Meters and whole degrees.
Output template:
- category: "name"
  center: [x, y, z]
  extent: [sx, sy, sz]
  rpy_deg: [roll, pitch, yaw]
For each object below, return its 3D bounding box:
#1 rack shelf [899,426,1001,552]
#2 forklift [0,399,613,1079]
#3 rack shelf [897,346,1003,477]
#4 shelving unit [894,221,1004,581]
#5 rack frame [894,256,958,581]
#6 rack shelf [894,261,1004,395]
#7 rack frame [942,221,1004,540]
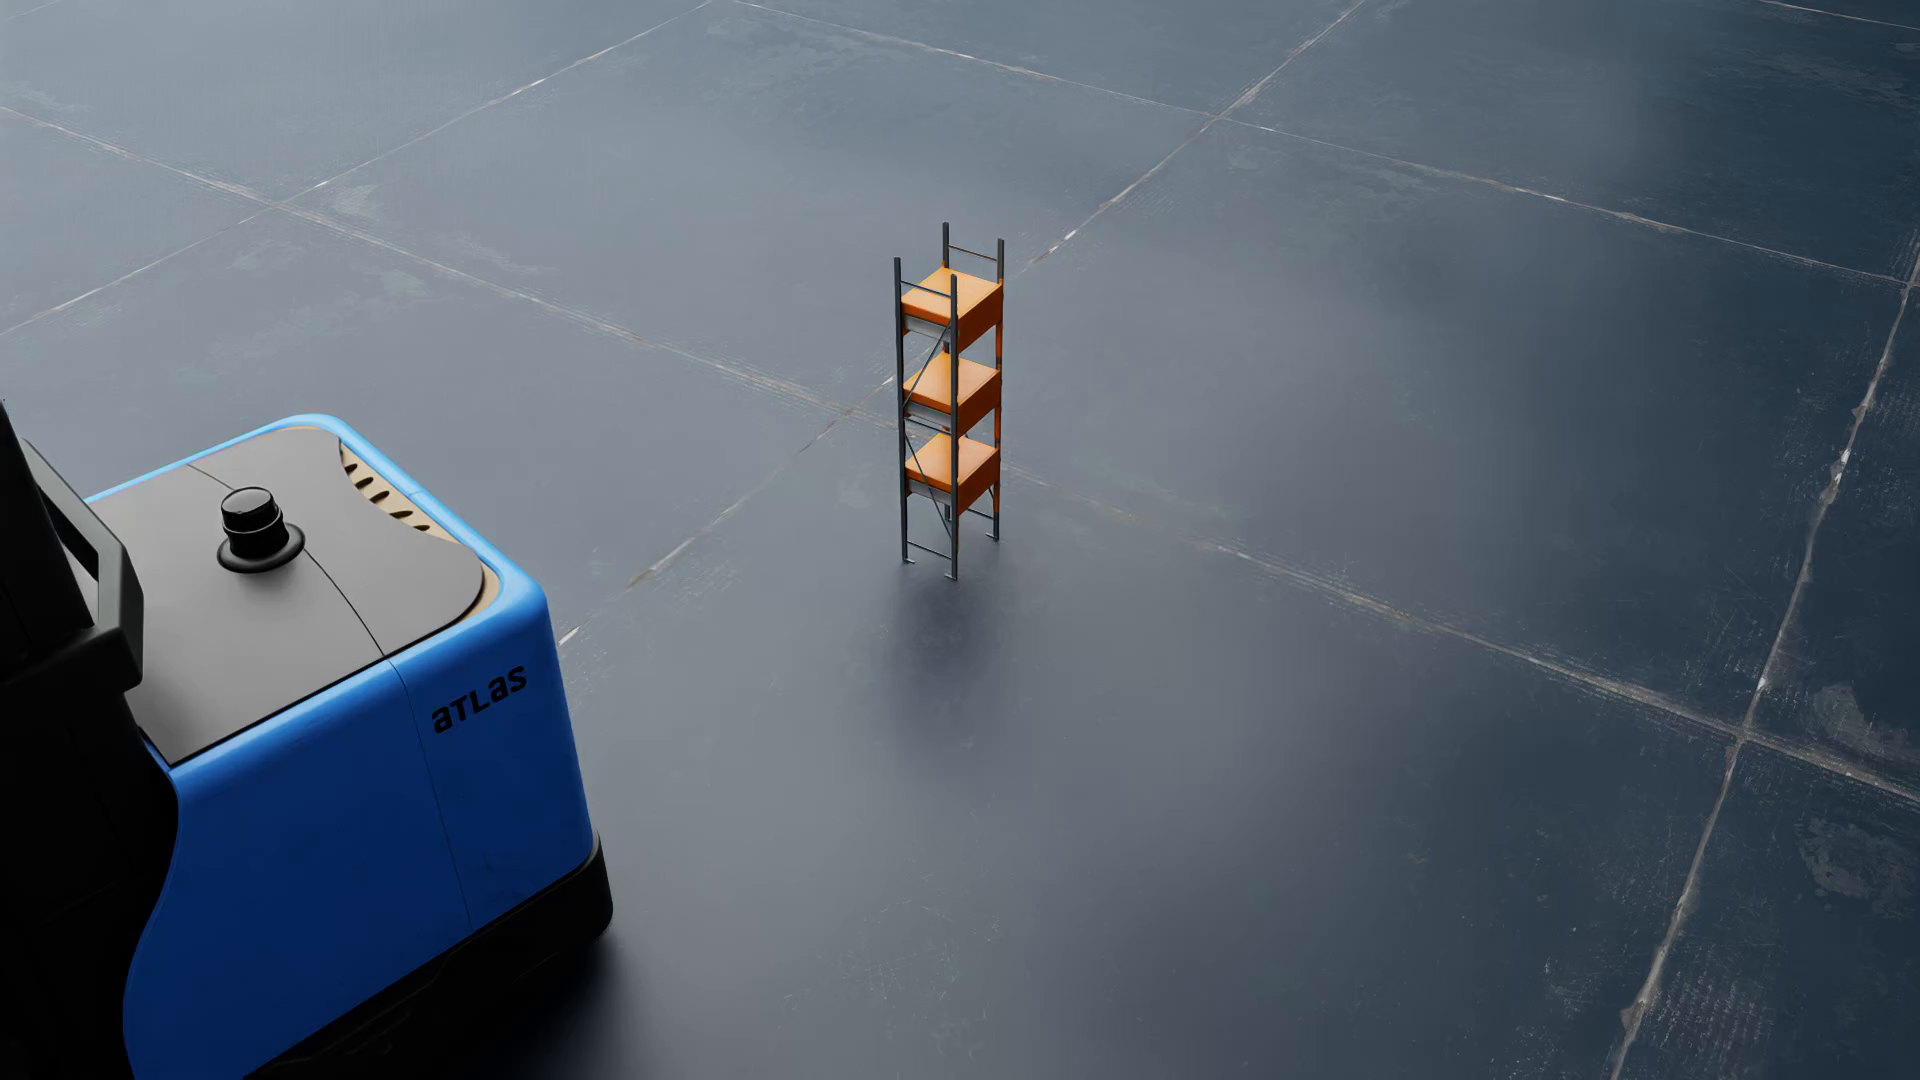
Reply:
- category: "rack shelf"
  center: [-0.029, -0.160, 5.070]
  extent: [0.215, 0.259, 0.240]
  rpy_deg: [21, 42, 25]
- category: "forklift"
  center: [-2.241, 0.203, 2.586]
  extent: [3.031, 2.935, 1.130]
  rpy_deg: [-30, 47, -33]
- category: "rack shelf"
  center: [-0.029, -0.380, 4.900]
  extent: [0.215, 0.259, 0.240]
  rpy_deg: [21, 42, 25]
- category: "shelving unit"
  center: [-0.029, -0.388, 4.894]
  extent: [0.215, 1.050, 0.252]
  rpy_deg: [21, 42, 25]
- category: "rack frame"
  center: [-0.094, -0.325, 4.812]
  extent: [0.200, 1.050, 0.008]
  rpy_deg: [21, 42, 25]
- category: "rack shelf"
  center: [-0.029, -0.605, 4.727]
  extent: [0.215, 0.259, 0.240]
  rpy_deg: [21, 42, 25]
- category: "rack frame"
  center: [0.037, -0.451, 4.975]
  extent: [0.200, 1.050, 0.008]
  rpy_deg: [21, 42, 25]
